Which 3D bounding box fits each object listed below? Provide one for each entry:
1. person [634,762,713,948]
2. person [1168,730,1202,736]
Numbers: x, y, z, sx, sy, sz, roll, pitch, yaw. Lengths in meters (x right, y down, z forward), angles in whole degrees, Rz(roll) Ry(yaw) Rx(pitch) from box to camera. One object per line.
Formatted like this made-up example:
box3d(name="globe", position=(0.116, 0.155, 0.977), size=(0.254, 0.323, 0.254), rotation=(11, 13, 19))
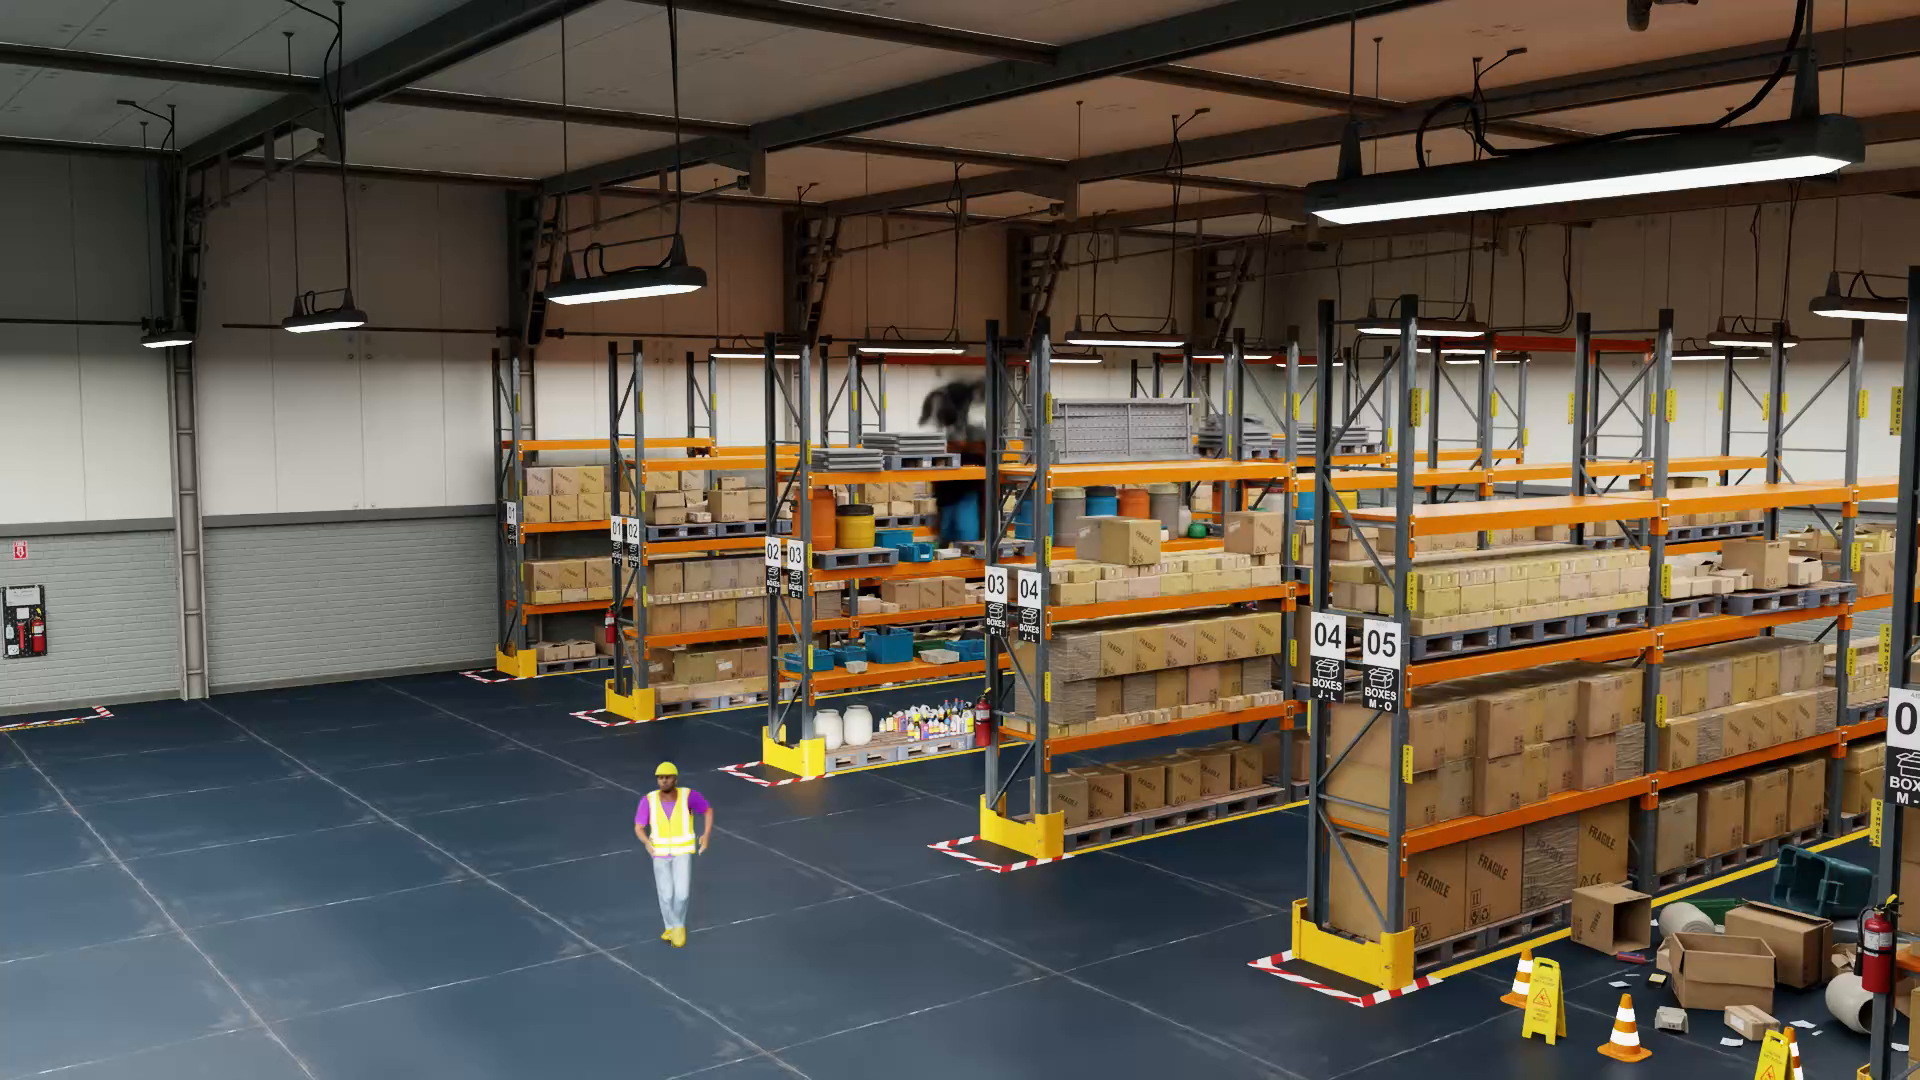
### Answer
box3d(name="person", position=(-2.687, 2.938, 15.534), size=(0.712, 1.737, 0.653), rotation=(0, 5, -3))
box3d(name="person", position=(3.231, 1.994, 23.846), size=(0.824, 1.594, 0.543), rotation=(-5, 7, -44))
